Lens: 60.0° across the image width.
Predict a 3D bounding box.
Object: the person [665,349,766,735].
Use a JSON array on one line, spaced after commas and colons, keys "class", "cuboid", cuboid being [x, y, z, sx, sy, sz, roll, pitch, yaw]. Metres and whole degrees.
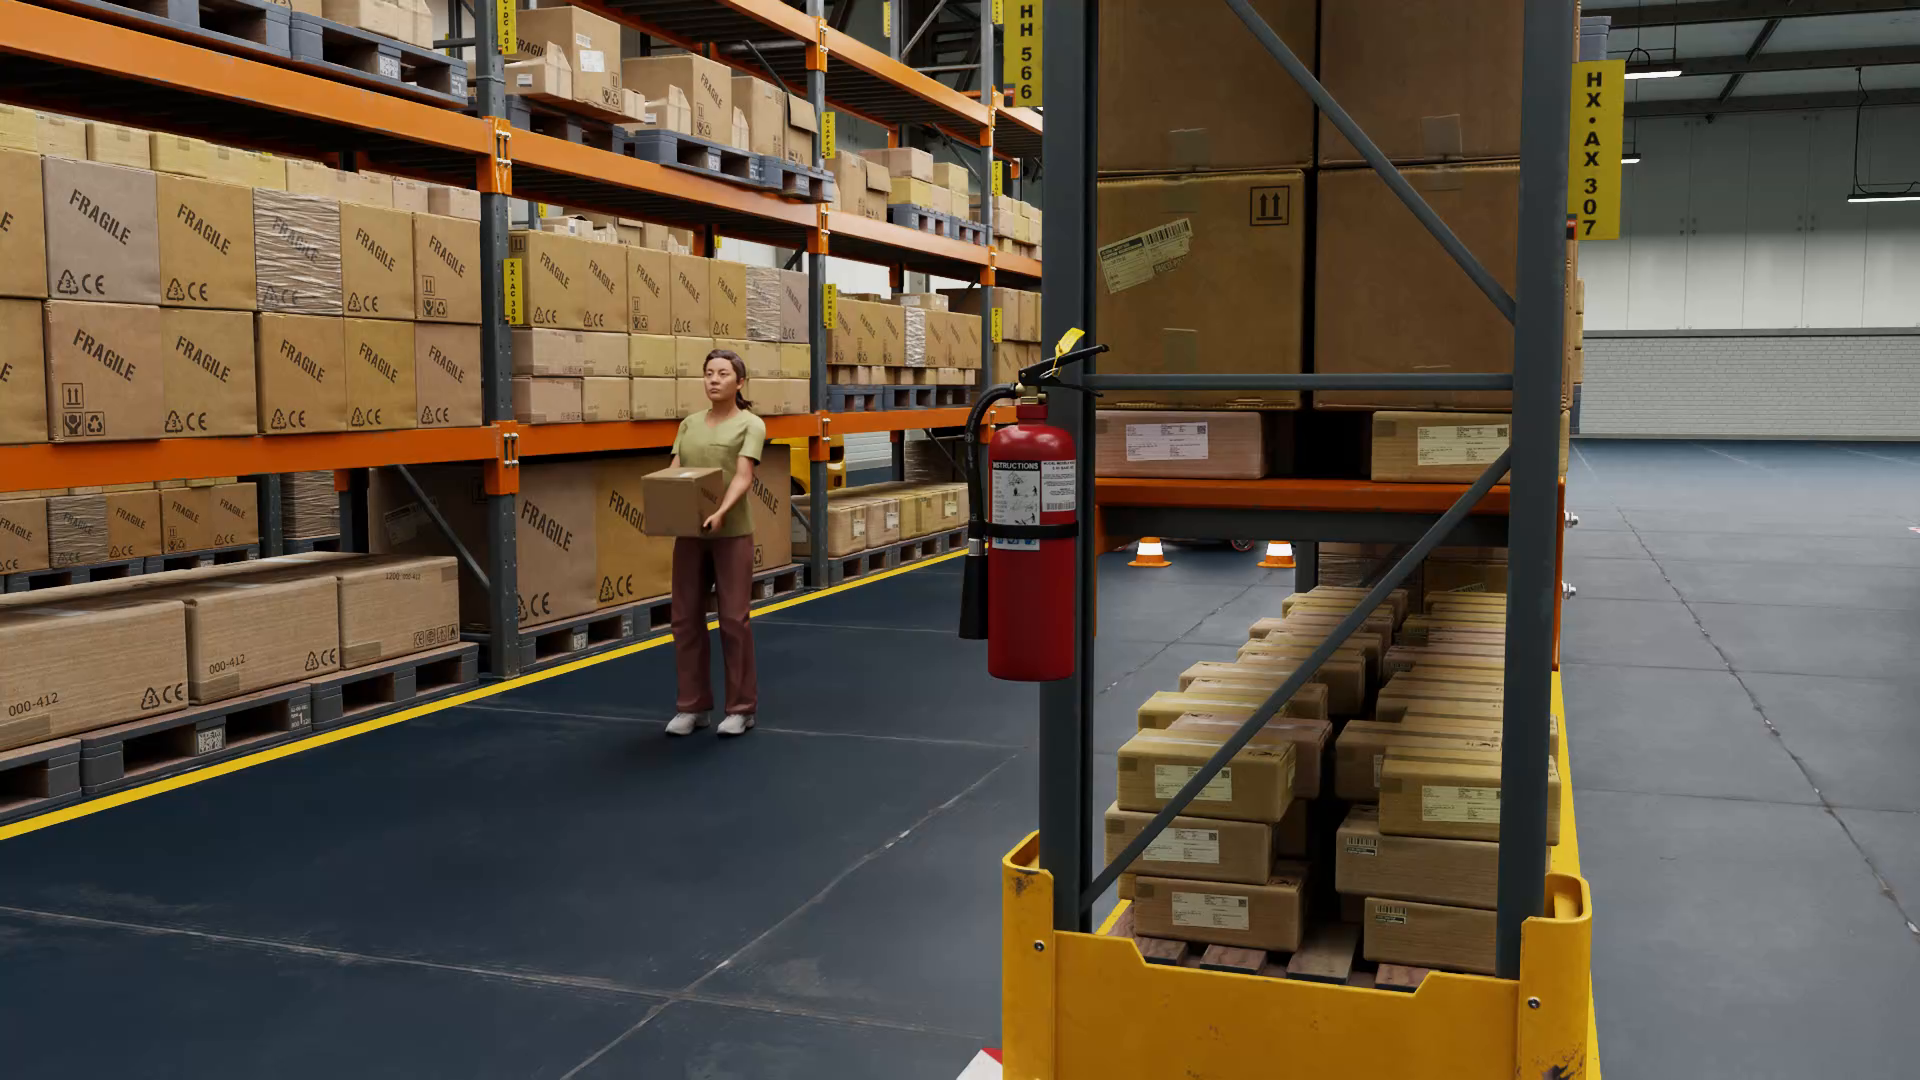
[{"class": "person", "cuboid": [-1.085, 0.008, 7.190, 0.425, 1.662, 0.562, 2, 6, 20]}]
